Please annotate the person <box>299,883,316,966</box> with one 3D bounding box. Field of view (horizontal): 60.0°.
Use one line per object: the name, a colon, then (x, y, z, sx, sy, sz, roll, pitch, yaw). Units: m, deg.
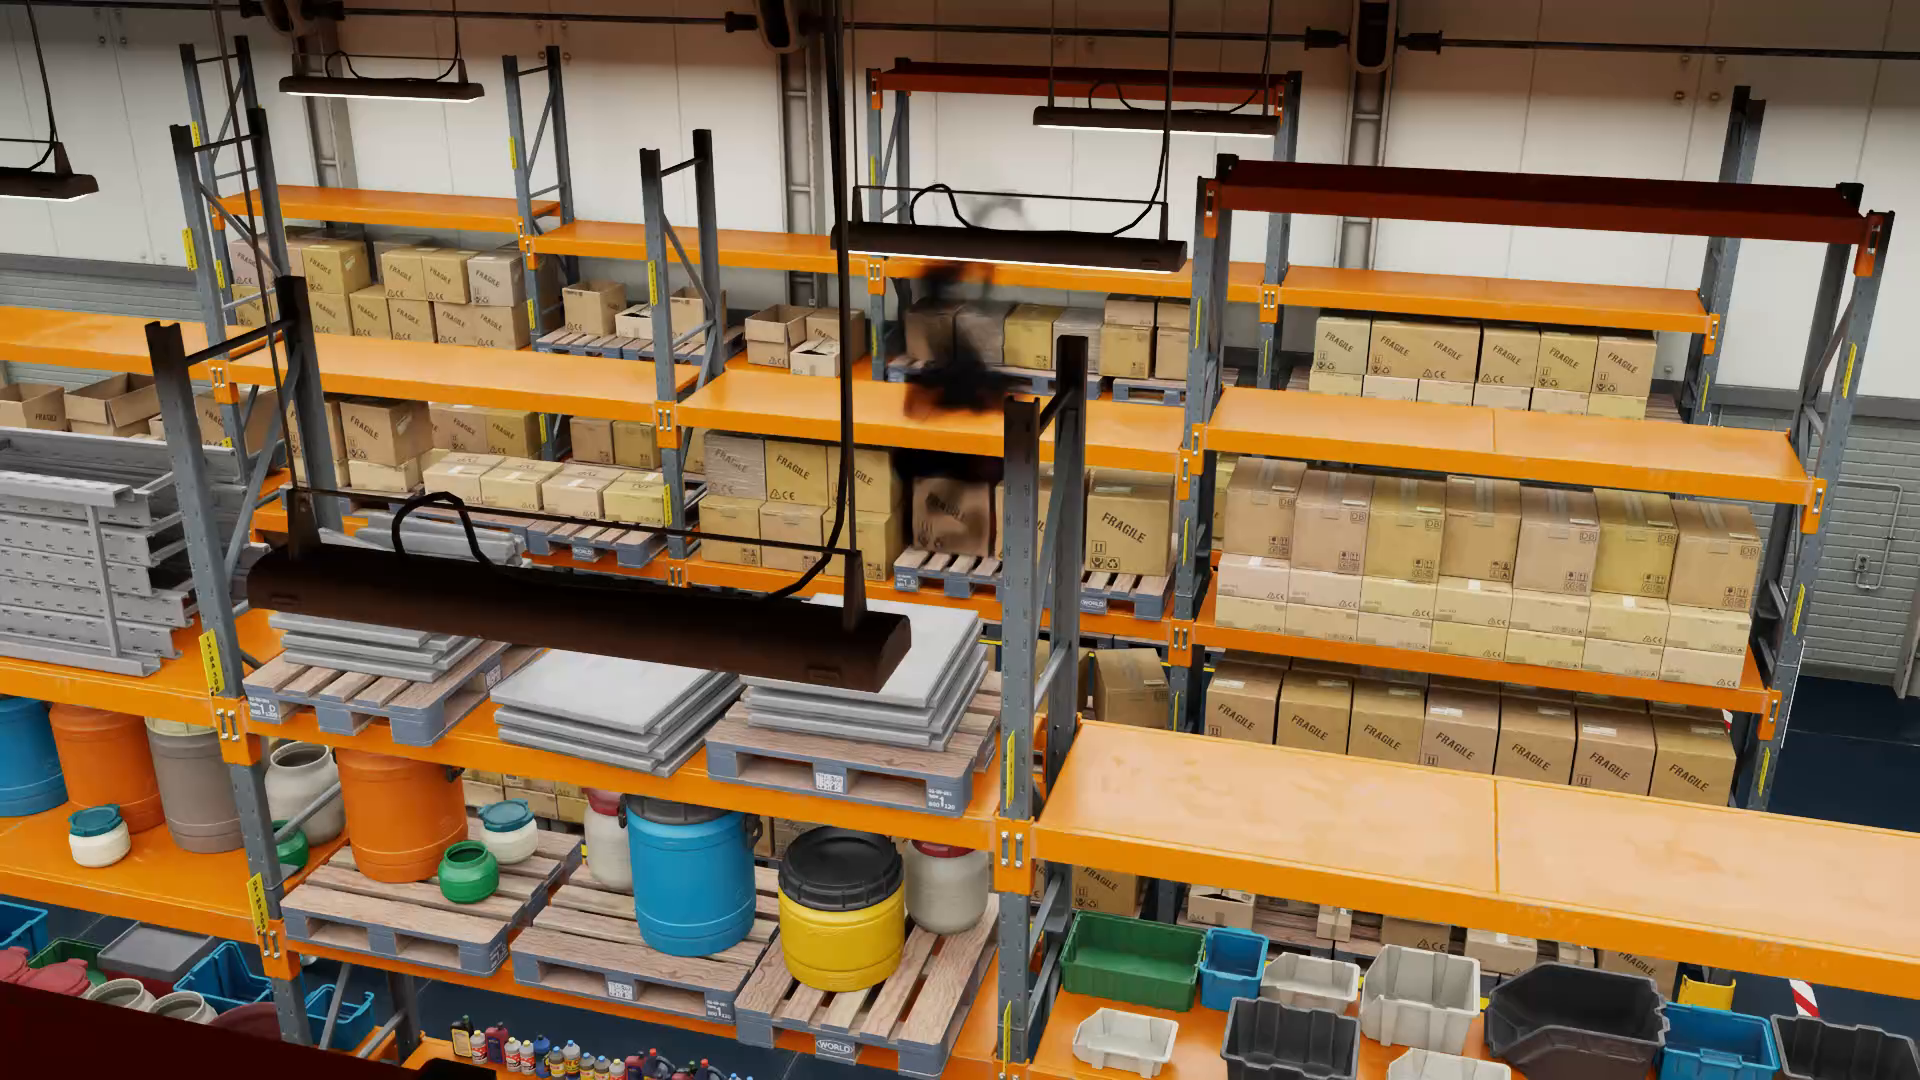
person: (-4.943, 2.479, 12.530, 0.836, 1.775, 0.737, 3, 23, 6)
